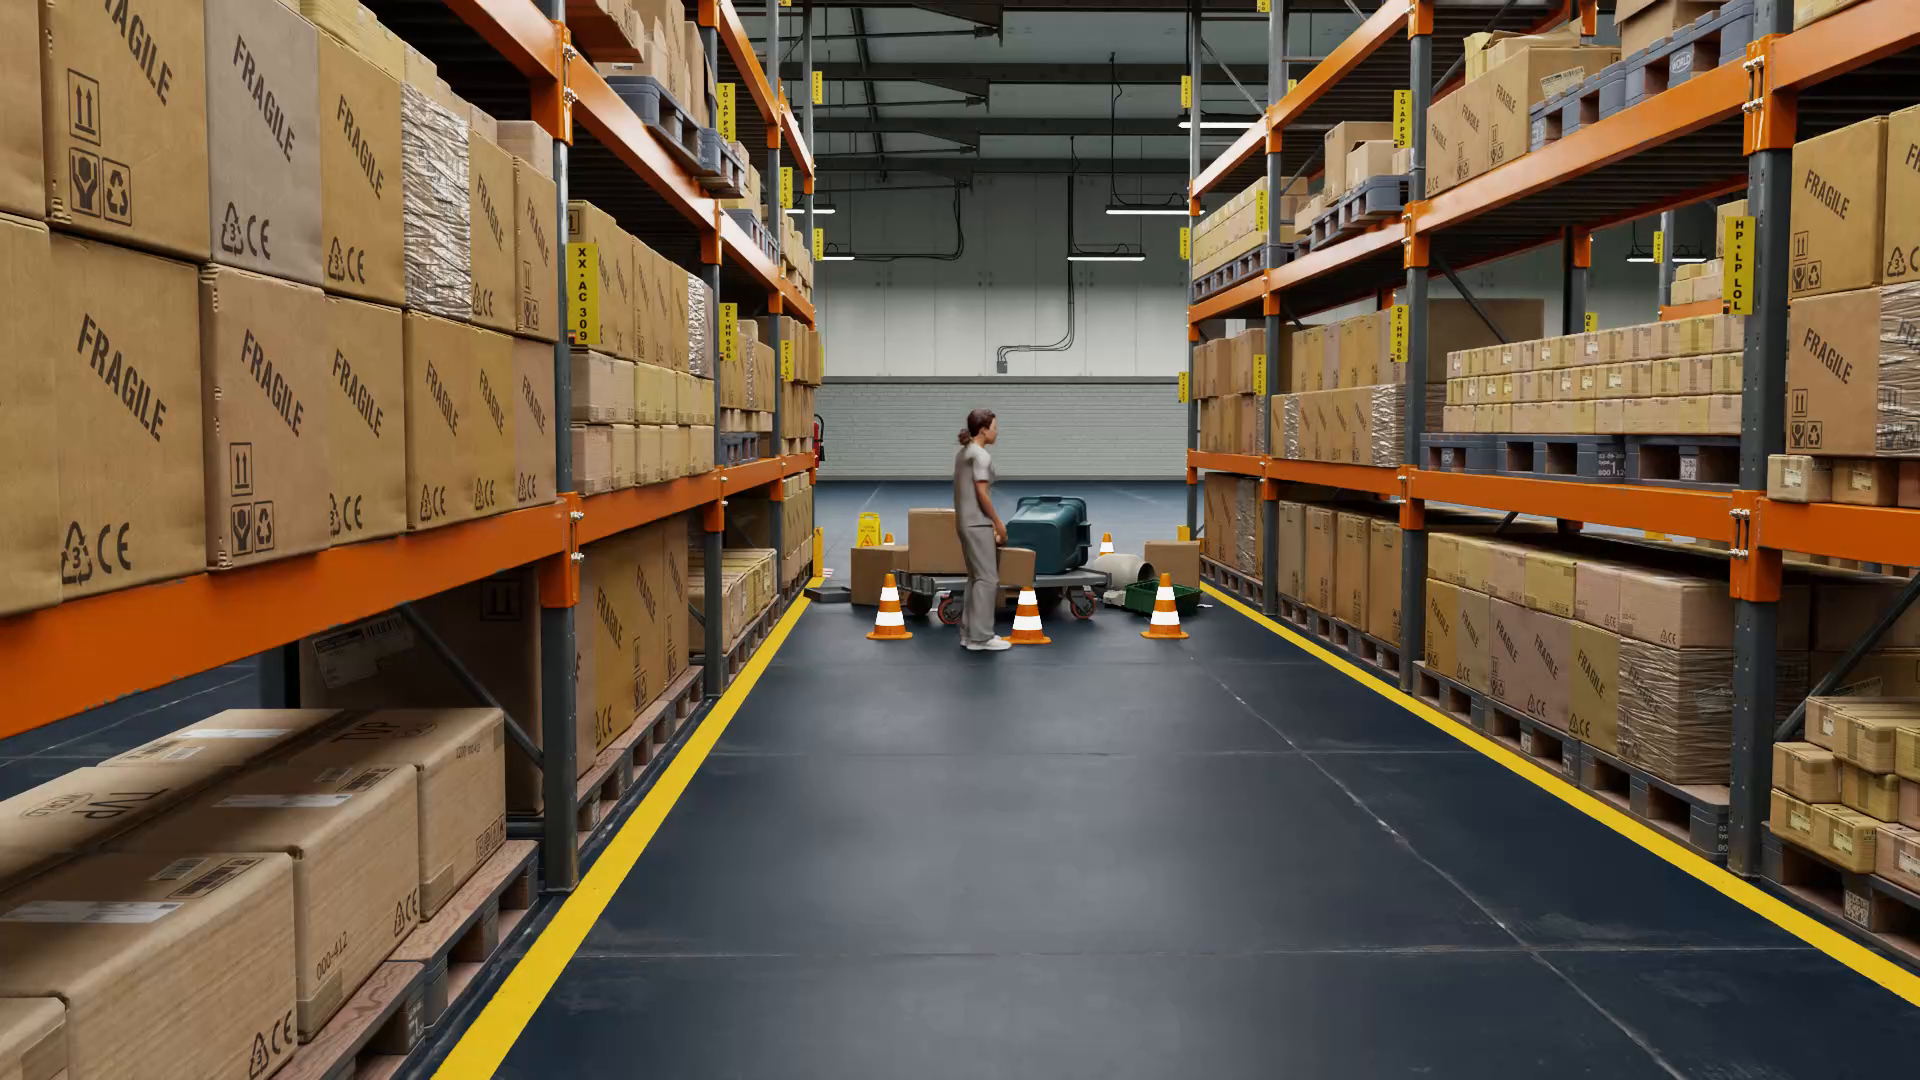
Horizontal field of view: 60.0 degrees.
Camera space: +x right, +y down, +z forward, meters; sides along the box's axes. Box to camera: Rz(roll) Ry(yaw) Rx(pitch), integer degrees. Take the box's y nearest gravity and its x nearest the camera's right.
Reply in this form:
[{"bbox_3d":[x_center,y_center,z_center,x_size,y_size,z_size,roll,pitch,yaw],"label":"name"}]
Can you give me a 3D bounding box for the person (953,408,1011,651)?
[{"bbox_3d":[0.143,-0.080,11.635,0.364,1.676,0.474,-1,4,-12],"label":"person"}]
